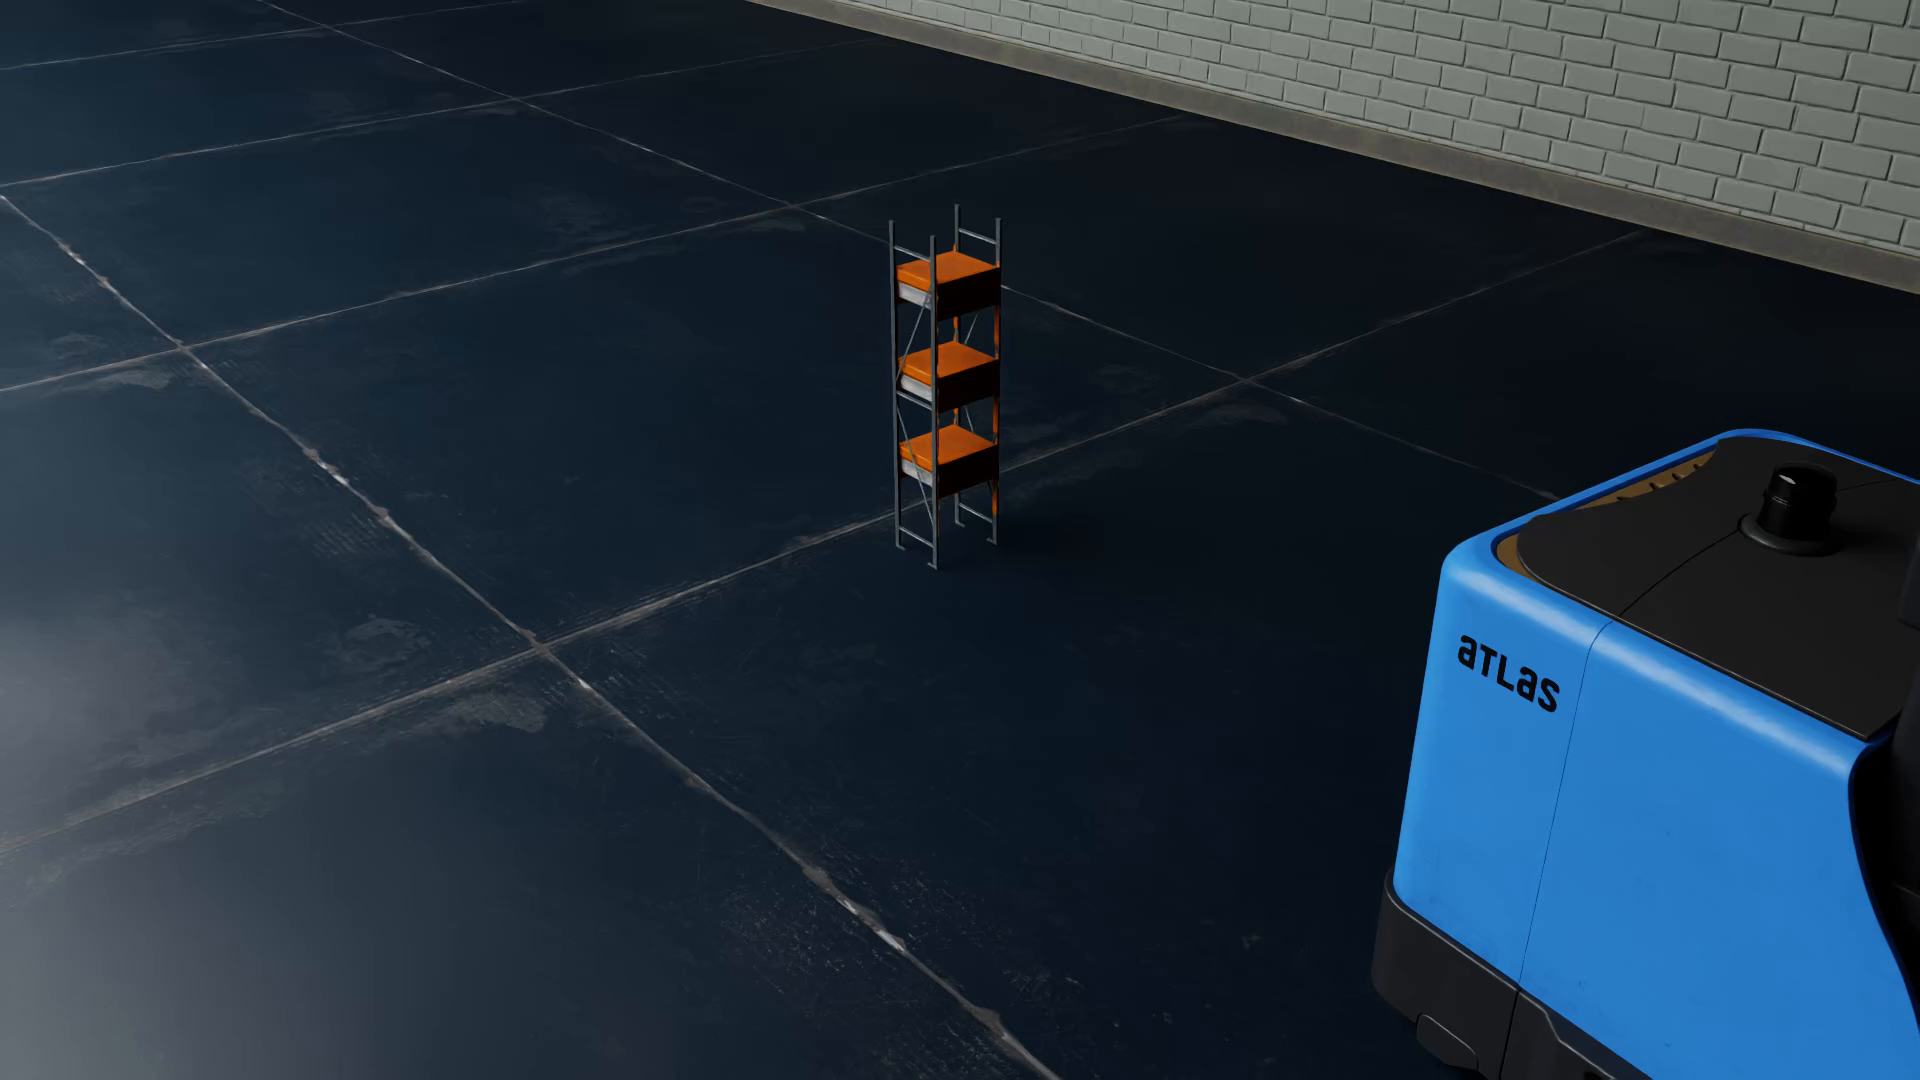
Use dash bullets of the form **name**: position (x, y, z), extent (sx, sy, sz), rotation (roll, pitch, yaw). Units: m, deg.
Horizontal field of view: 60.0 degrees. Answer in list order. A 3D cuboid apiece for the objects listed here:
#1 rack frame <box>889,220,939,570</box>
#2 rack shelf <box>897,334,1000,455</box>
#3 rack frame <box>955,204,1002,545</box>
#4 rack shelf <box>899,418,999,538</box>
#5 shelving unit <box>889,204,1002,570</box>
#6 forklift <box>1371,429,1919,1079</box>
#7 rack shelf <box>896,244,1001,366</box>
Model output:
- **rack frame**: position (-0.134, -0.409, 4.902), extent (0.008, 1.050, 0.200), rotation (-22, 35, -35)
- **rack shelf**: position (-0.041, -0.437, 4.977), extent (0.240, 0.259, 0.215), rotation (-22, 35, -35)
- **rack frame**: position (0.052, -0.484, 5.042), extent (0.008, 1.050, 0.200), rotation (-22, 35, -35)
- **rack shelf**: position (-0.041, -0.192, 5.108), extent (0.240, 0.259, 0.215), rotation (-22, 35, -35)
- **shelving unit**: position (-0.041, -0.447, 4.972), extent (0.252, 1.050, 0.215), rotation (-22, 35, -35)
- **forklift**: position (2.107, 0.101, 1.952), extent (1.130, 2.935, 3.031), rotation (-19, 33, -31)
- **rack shelf**: position (-0.041, -0.688, 4.843), extent (0.240, 0.259, 0.215), rotation (-22, 35, -35)
